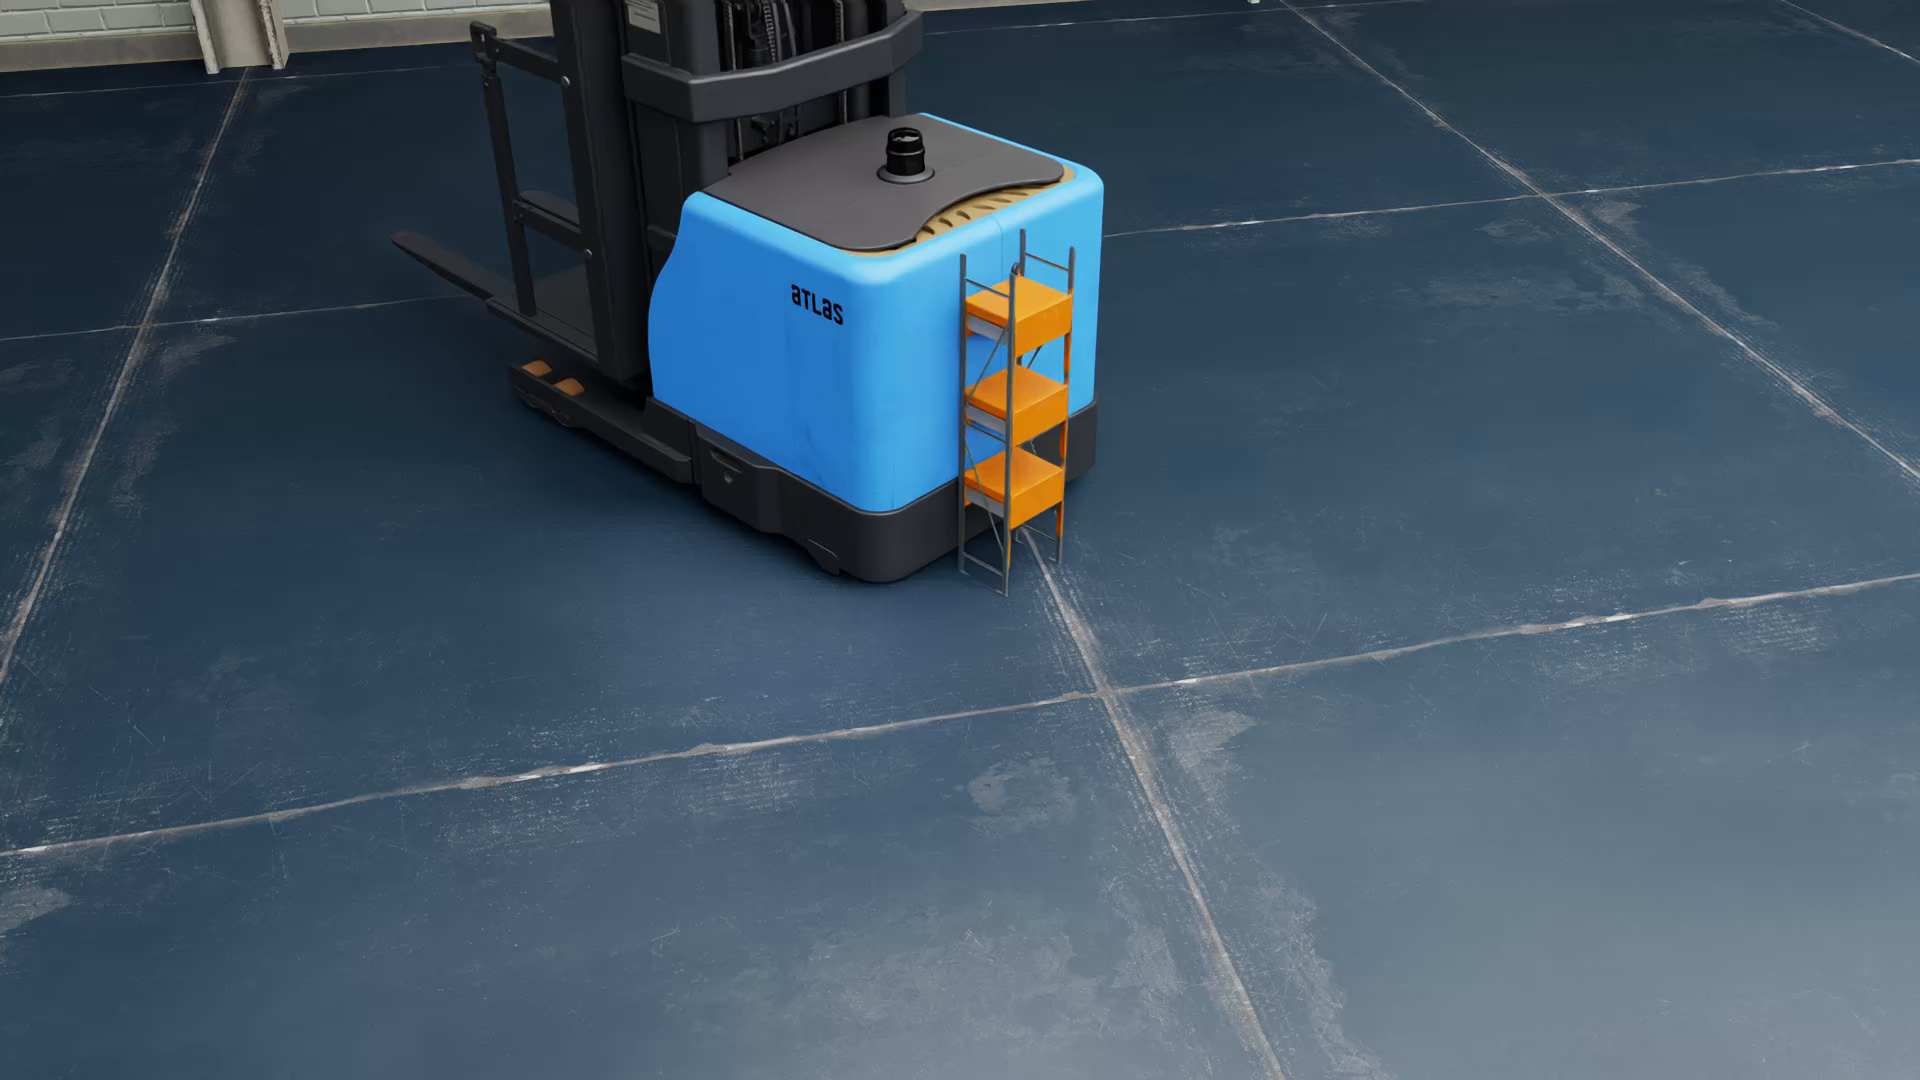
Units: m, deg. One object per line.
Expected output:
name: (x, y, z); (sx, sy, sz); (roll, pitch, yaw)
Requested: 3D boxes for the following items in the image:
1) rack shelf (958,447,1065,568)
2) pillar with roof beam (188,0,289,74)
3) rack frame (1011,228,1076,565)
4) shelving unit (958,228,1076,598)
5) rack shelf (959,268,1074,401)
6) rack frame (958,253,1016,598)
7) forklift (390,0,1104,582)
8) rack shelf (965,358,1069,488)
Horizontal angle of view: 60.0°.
rack shelf: (0.154, -0.112, 4.990); (0.215, 0.259, 0.240); (28, 42, 35)
pillar with roof beam: (-2.975, -4.034, 3.185); (0.400, 9.000, 9.100); (-7, 35, -11)
rack frame: (0.240, -0.401, 4.905); (0.200, 1.050, 0.008); (28, 42, 35)
shelving unit: (0.156, -0.352, 4.831); (0.215, 1.050, 0.252); (28, 42, 35)
rack shelf: (0.157, -0.580, 4.680); (0.215, 0.259, 0.240); (28, 42, 35)
rack frame: (0.071, -0.304, 4.757); (0.200, 1.050, 0.008); (28, 42, 35)
forklift: (-0.964, -1.801, 5.303); (3.031, 2.935, 1.130); (28, 43, 35)
rack shelf: (0.156, -0.343, 4.837); (0.215, 0.259, 0.240); (28, 42, 35)
